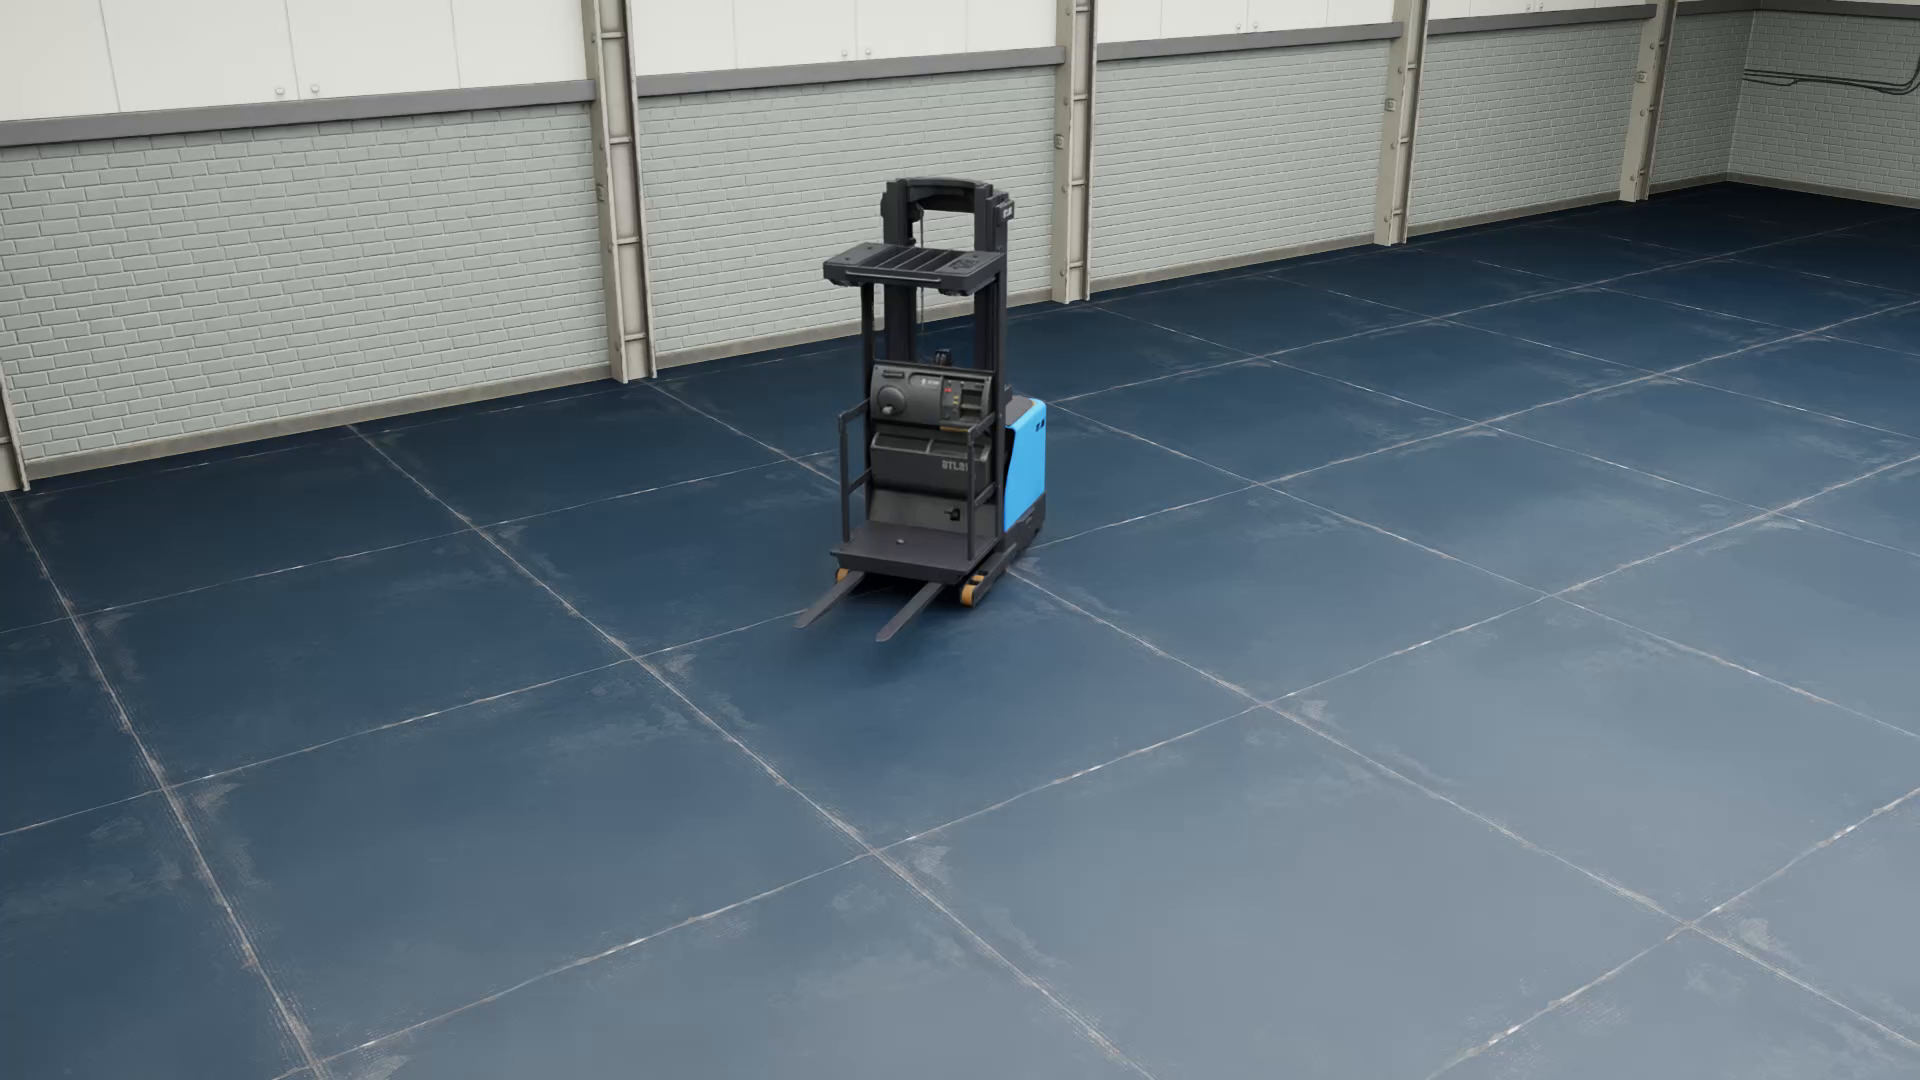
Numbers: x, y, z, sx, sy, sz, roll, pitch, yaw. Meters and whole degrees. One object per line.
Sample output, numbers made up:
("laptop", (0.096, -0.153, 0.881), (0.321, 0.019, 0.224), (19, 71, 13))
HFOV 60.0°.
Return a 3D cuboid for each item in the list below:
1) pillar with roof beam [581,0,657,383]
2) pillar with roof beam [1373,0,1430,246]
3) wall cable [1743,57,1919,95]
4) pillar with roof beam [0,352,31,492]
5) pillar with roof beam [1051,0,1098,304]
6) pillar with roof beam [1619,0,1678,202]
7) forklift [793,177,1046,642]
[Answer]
("pillar with roof beam", (-0.967, -4.624, 12.843), (0.400, 9.000, 9.100), (-15, 26, -33))
("pillar with roof beam", (8.774, -7.222, 19.352), (0.400, 9.000, 9.100), (-15, 26, -33))
("wall cable", (14.294, -8.613, 27.029), (0.112, 2.526, 3.097), (-15, 26, -33))
("pillar with roof beam", (-5.837, -3.326, 9.589), (0.400, 9.000, 9.100), (-15, 26, -33))
("pillar with roof beam", (3.904, -5.923, 16.098), (0.400, 9.000, 9.100), (-15, 26, -33))
("pillar with roof beam", (13.645, -8.520, 22.607), (0.400, 9.000, 9.100), (-15, 26, -33))
("forklift", (-0.292, -1.043, 12.057), (1.130, 2.935, 3.031), (8, 23, 19))
